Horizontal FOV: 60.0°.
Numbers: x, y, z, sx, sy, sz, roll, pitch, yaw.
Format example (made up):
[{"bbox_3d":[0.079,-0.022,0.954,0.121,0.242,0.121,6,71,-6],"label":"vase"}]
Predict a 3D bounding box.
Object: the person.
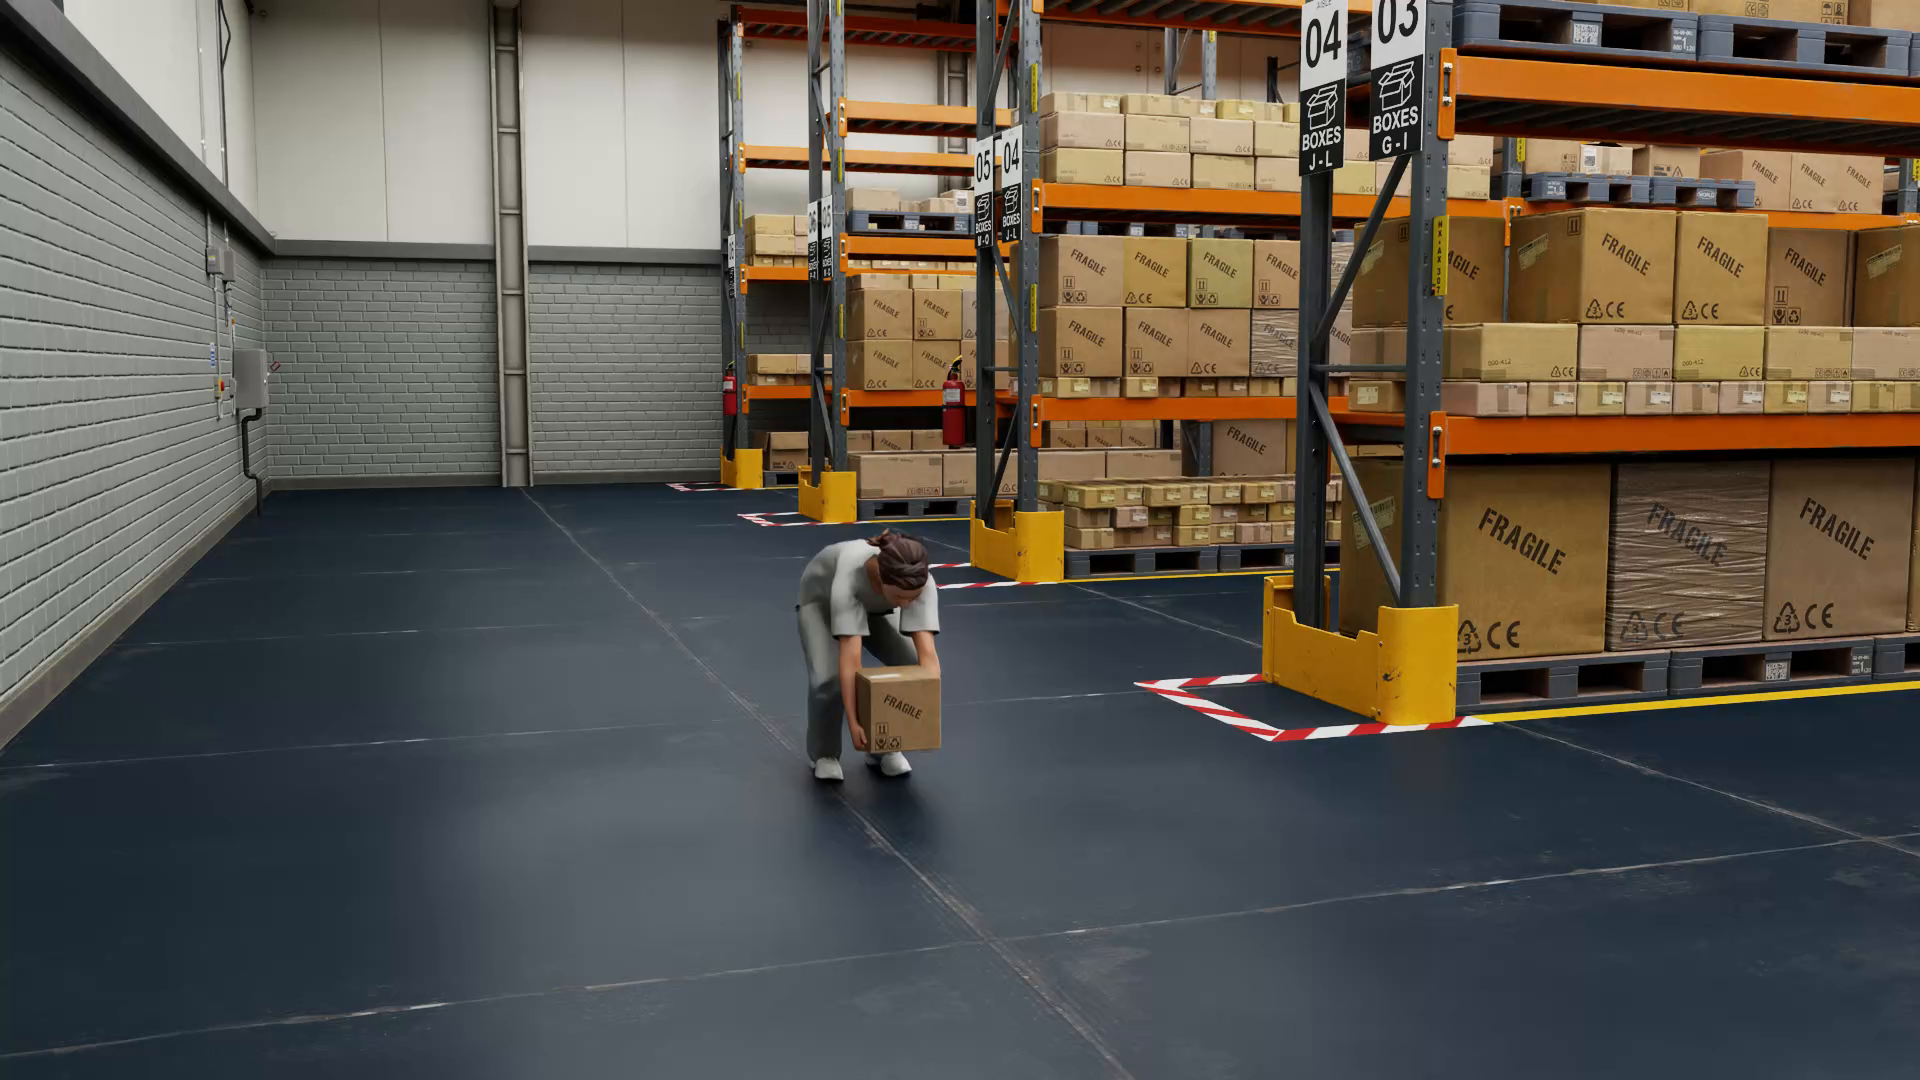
[{"bbox_3d":[-0.320,0.419,6.052,0.416,0.941,0.856,-2,6,-21],"label":"person"}]
